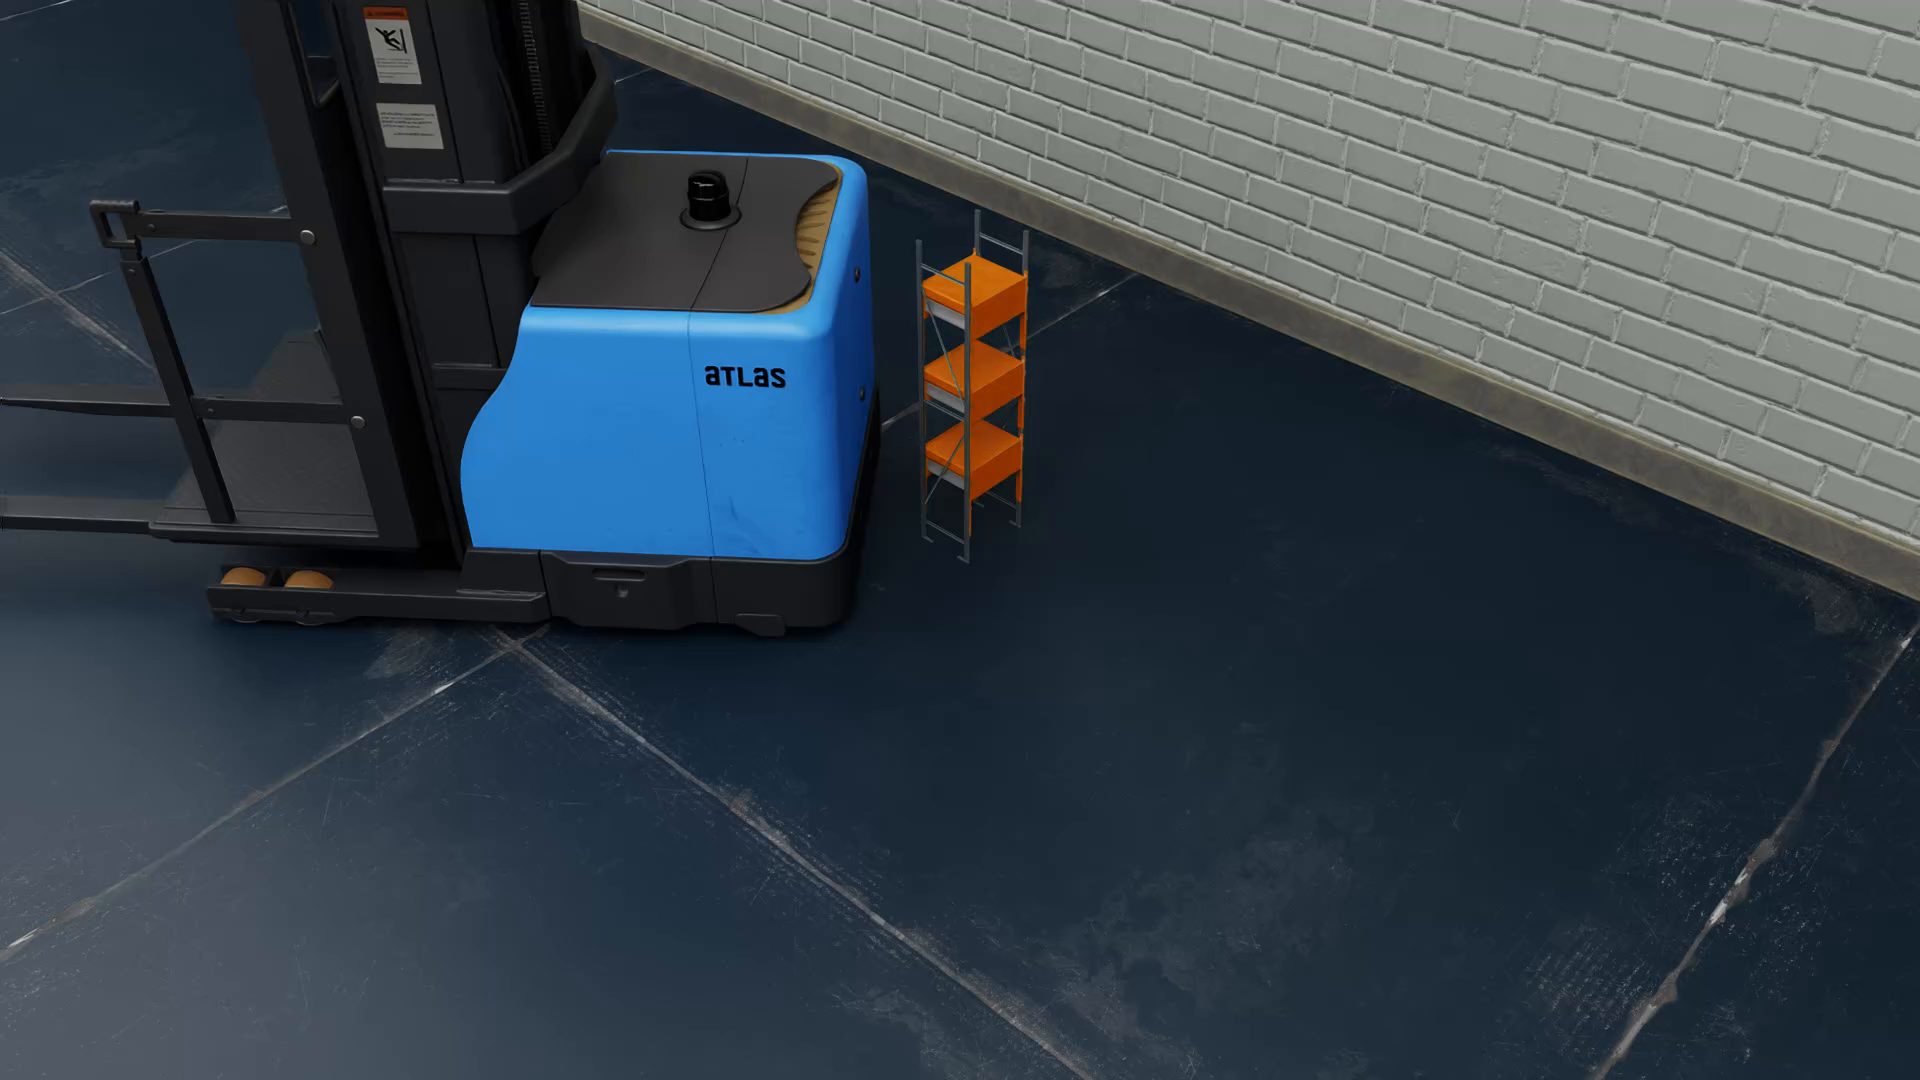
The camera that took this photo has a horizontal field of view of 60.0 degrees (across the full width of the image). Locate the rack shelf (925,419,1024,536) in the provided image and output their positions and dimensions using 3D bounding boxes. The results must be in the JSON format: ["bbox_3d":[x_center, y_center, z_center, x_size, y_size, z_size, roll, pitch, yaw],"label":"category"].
[{"bbox_3d":[0.036,-0.210,5.134,0.215,0.259,0.240,30,47,32],"label":"rack shelf"}]

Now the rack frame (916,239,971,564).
[{"bbox_3d":[-0.046,-0.379,4.884,0.200,1.050,0.008,30,47,32],"label":"rack frame"}]

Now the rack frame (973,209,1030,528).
[{"bbox_3d":[0.118,-0.492,5.025,0.200,1.050,0.008,30,47,32],"label":"rack frame"}]

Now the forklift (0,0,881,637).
[{"bbox_3d":[-1.803,-1.219,4.428,3.031,2.935,1.130,2,39,3],"label":"forklift"}]

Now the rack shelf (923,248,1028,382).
[{"bbox_3d":[0.036,-0.649,4.784,0.215,0.259,0.240,30,47,32],"label":"rack shelf"}]

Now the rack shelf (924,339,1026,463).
[{"bbox_3d":[0.036,-0.427,4.961,0.215,0.259,0.240,30,47,32],"label":"rack shelf"}]

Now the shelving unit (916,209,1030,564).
[{"bbox_3d":[0.036,-0.435,4.954,0.215,1.050,0.252,30,47,32],"label":"shelving unit"}]
